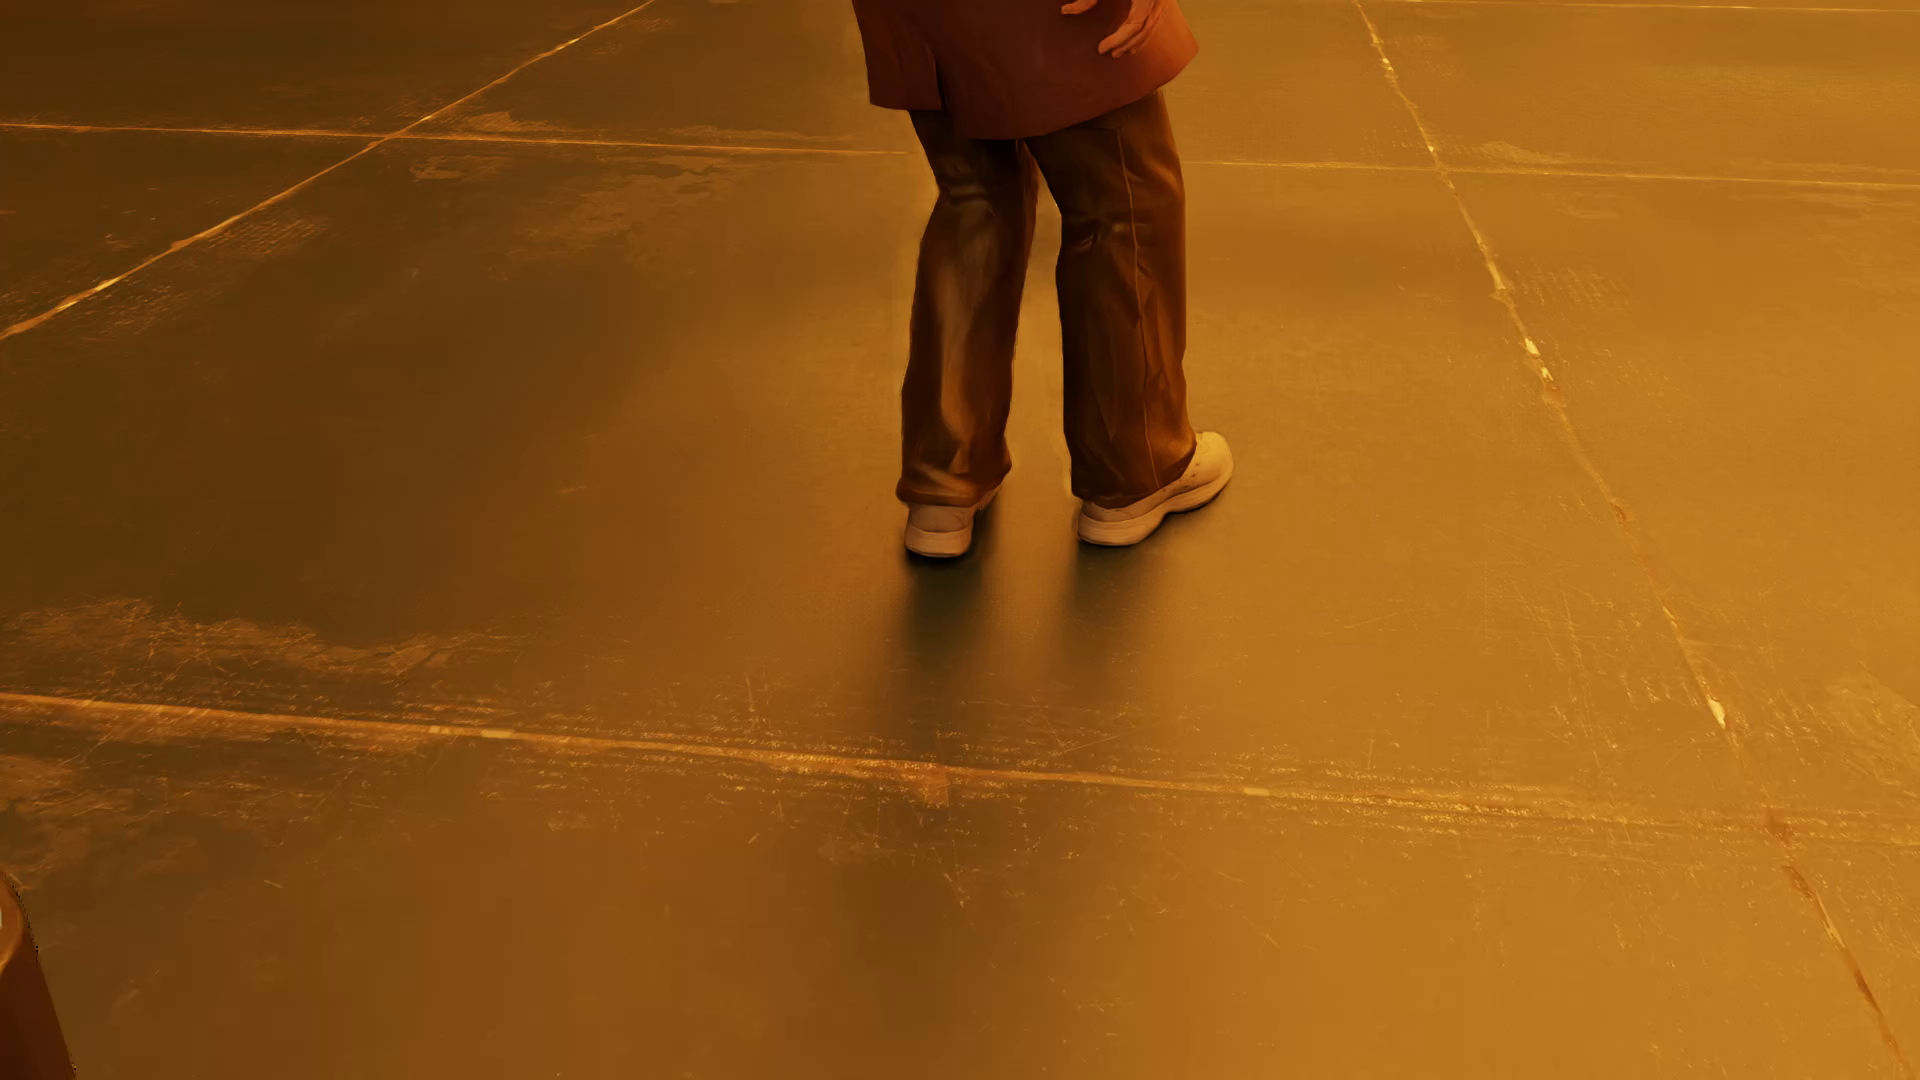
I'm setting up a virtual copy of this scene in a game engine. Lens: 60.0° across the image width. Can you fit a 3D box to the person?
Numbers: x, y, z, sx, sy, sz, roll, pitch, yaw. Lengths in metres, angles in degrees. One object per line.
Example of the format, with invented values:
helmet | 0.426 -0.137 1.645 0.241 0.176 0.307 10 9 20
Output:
person | 0.128 -0.835 2.214 0.658 1.769 0.726 -19 32 -34
